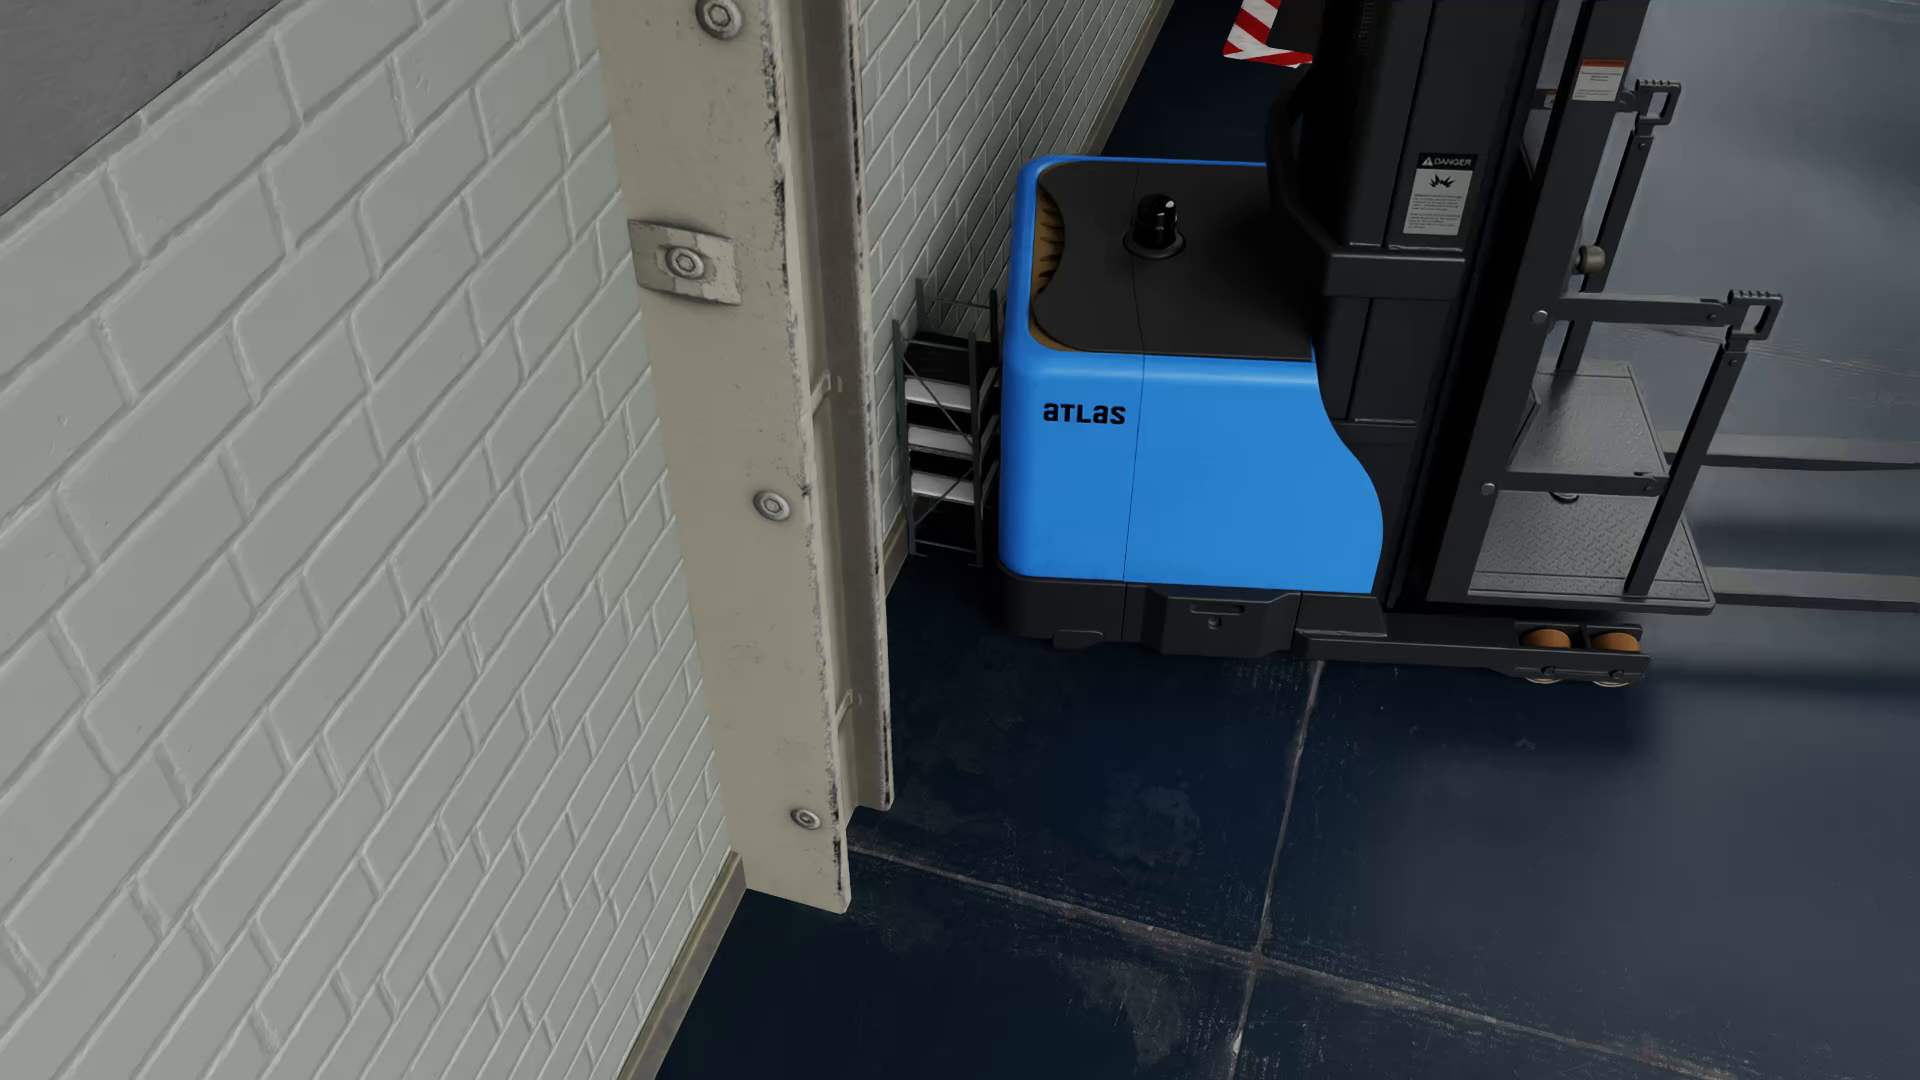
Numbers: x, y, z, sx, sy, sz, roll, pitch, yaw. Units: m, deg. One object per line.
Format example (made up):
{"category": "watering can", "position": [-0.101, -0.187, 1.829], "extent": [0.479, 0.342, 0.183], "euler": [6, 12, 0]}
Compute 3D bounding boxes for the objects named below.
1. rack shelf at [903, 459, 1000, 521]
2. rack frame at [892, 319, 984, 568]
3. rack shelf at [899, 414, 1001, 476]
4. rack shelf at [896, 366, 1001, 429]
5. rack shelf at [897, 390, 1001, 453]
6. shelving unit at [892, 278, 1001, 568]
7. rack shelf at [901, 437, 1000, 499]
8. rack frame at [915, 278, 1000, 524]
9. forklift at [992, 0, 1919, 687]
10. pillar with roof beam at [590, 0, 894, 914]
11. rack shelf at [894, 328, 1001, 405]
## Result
{"category": "rack shelf", "position": [-0.020, -0.175, 5.080], "extent": [0.258, 0.077, 0.200], "euler": [11, 46, 14]}
{"category": "rack frame", "position": [-0.057, -0.261, 4.863], "extent": [0.240, 0.900, 0.006], "euler": [11, 46, 14]}
{"category": "rack shelf", "position": [-0.026, -0.305, 4.955], "extent": [0.258, 0.077, 0.200], "euler": [11, 46, 14]}
{"category": "rack shelf", "position": [-0.032, -0.434, 4.830], "extent": [0.258, 0.077, 0.200], "euler": [11, 46, 14]}
{"category": "rack shelf", "position": [-0.029, -0.369, 4.893], "extent": [0.258, 0.077, 0.200], "euler": [11, 46, 14]}
{"category": "shelving unit", "position": [-0.027, -0.329, 4.932], "extent": [0.258, 0.900, 0.210], "euler": [11, 46, 14]}
{"category": "rack shelf", "position": [-0.023, -0.240, 5.017], "extent": [0.258, 0.077, 0.200], "euler": [11, 46, 14]}
{"category": "rack frame", "position": [0.003, -0.397, 5.001], "extent": [0.240, 0.900, 0.006], "euler": [11, 46, 14]}
{"category": "forklift", "position": [1.636, -1.010, 4.186], "extent": [3.031, 2.935, 1.130], "euler": [3, 44, 3]}
{"category": "pillar with roof beam", "position": [3.719, -1.508, 0.357], "extent": [9.100, 9.000, 0.400], "euler": [13, 46, 13]}
{"category": "rack shelf", "position": [-0.035, -0.499, 4.768], "extent": [0.258, 0.077, 0.200], "euler": [11, 46, 14]}
